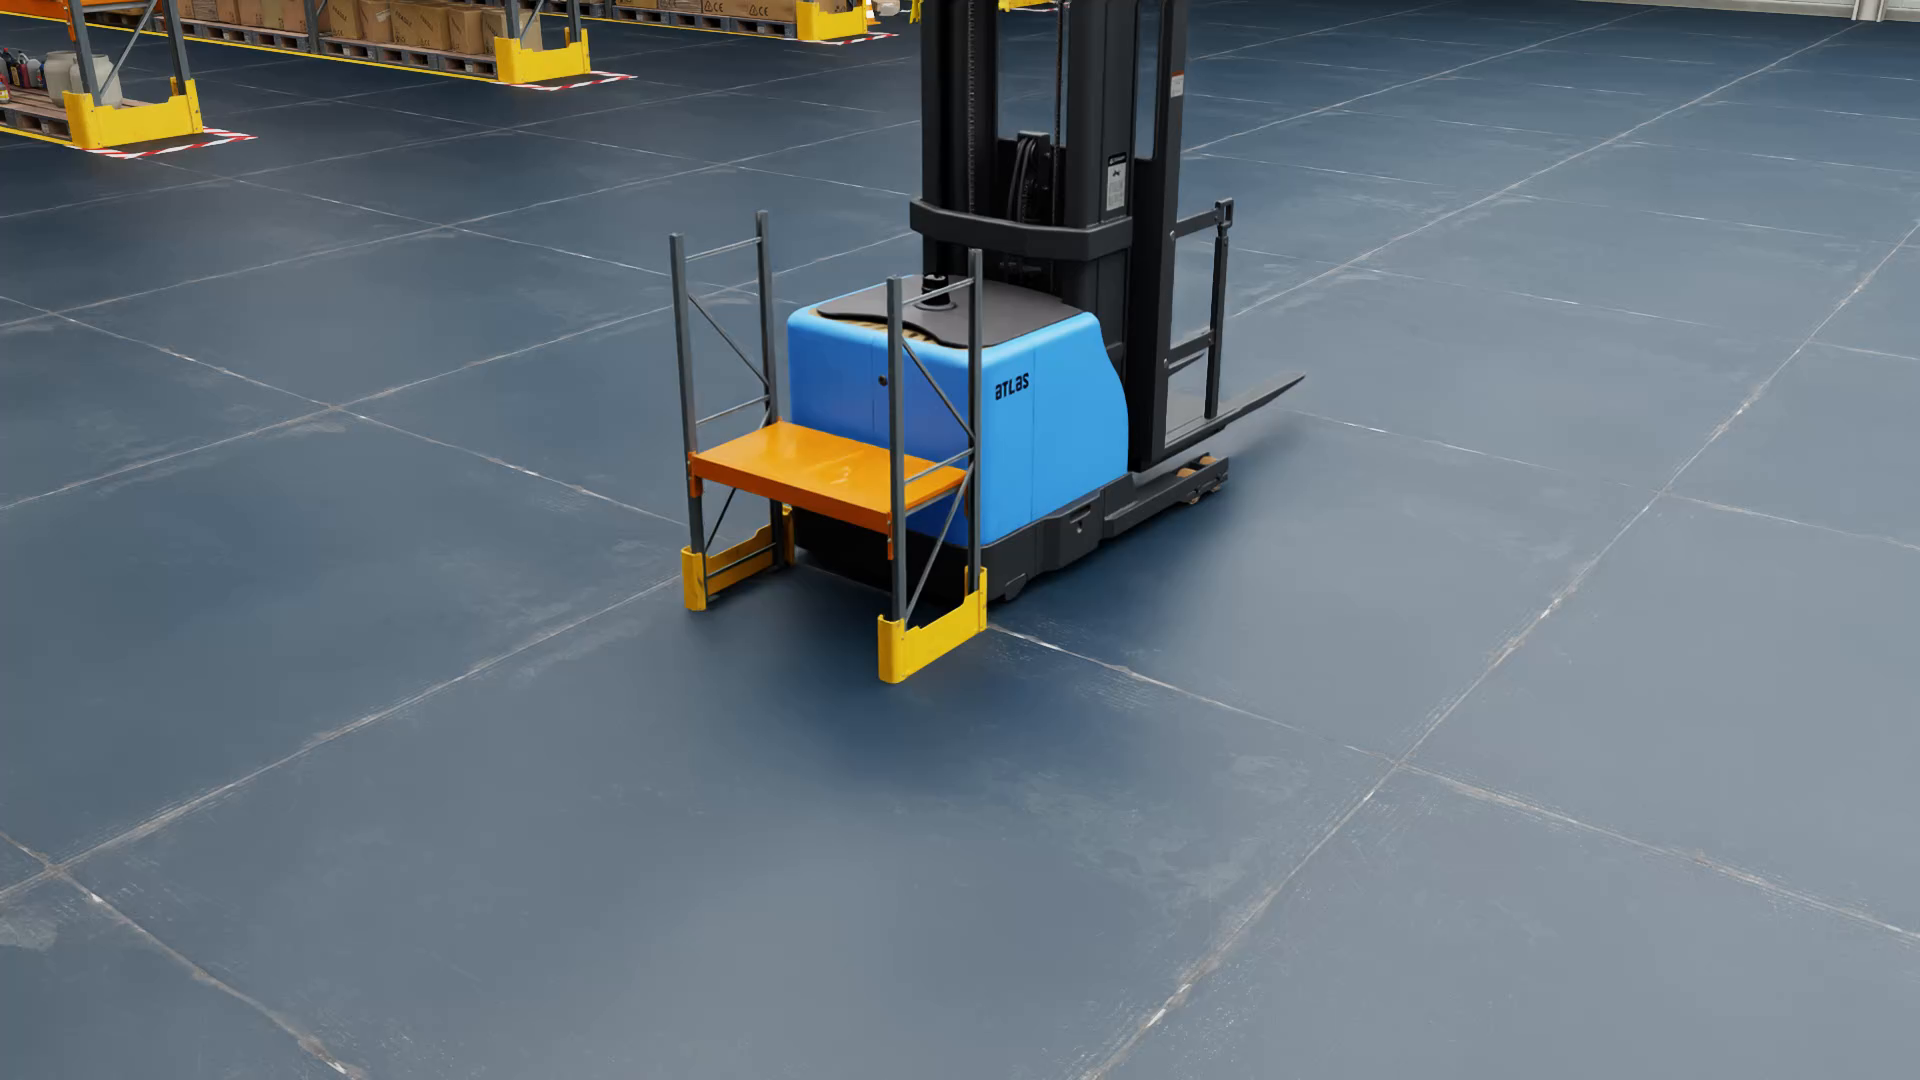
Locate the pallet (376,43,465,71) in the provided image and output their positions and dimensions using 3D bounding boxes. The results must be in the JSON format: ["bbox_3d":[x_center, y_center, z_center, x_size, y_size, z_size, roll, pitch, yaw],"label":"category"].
[{"bbox_3d":[-6.513,-6.086,20.800,1.213,0.211,1.003,17,29,33],"label":"pallet"}]

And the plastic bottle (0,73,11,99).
[{"bbox_3d":[-9.676,-4.607,16.810,0.133,0.283,0.061,17,29,33],"label":"plastic bottle"}]

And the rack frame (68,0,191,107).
[{"bbox_3d":[-7.821,-5.242,15.428,0.127,3.000,1.000,17,29,33],"label":"rack frame"}]

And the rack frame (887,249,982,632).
[{"bbox_3d":[-0.082,-0.257,5.974,0.032,1.500,0.500,17,29,33],"label":"rack frame"}]

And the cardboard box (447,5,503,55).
[{"bbox_3d":[-5.839,-6.178,20.132,0.500,0.500,0.500,-17,29,-34],"label":"cardboard box"}]

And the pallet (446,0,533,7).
[{"bbox_3d":[-7.611,-8.860,27.096,1.213,0.211,1.003,17,29,33],"label":"pallet"}]

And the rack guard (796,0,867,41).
[{"bbox_3d":[-1.776,-7.266,23.122,0.348,0.500,1.175,17,29,33],"label":"rack guard"}]

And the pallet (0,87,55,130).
[{"bbox_3d":[-9.529,-4.463,17.117,1.213,0.211,1.003,17,29,33],"label":"pallet"}]

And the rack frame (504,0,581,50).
[{"bbox_3d":[-4.851,-6.840,19.054,0.127,3.000,1.000,17,29,33],"label":"rack frame"}]

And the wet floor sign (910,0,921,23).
[{"bbox_3d":[-0.585,-7.970,24.540,0.232,0.644,0.267,12,26,24],"label":"wet floor sign"}]

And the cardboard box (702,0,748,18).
[{"bbox_3d":[-3.083,-7.991,23.780,0.875,0.875,0.875,16,29,32],"label":"cardboard box"}]

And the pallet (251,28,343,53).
[{"bbox_3d":[-8.676,-6.719,22.238,1.213,0.211,1.003,17,29,33],"label":"pallet"}]

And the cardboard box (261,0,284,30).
[{"bbox_3d":[-8.900,-7.142,22.293,0.500,0.500,0.700,17,29,33],"label":"cardboard box"}]

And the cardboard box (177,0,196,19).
[{"bbox_3d":[-10.704,-7.677,23.507,0.500,0.500,0.700,15,28,31],"label":"cardboard box"}]

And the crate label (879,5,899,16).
[{"bbox_3d":[-1.085,-8.145,25.566,0.298,0.136,0.250,3,24,6],"label":"crate label"}]

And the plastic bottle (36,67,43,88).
[{"bbox_3d":[-9.683,-4.883,17.537,0.097,0.201,0.097,0,24,0],"label":"plastic bottle"}]

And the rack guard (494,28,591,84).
[{"bbox_3d":[-4.912,-5.715,19.600,0.348,0.500,1.175,17,29,33],"label":"rack guard"}]

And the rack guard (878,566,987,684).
[{"bbox_3d":[-0.097,0.310,6.236,0.087,0.250,0.587,17,29,33],"label":"rack guard"}]

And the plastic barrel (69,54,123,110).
[{"bbox_3d":[-8.394,-4.430,16.150,0.421,0.512,0.421,0,24,0],"label":"plastic barrel"}]

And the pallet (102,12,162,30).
[{"bbox_3d":[-11.838,-7.714,24.495,1.213,0.211,1.003,17,29,33],"label":"pallet"}]

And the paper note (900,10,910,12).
[{"bbox_3d":[-0.858,-8.265,25.971,0.142,0.019,0.148,7,25,15],"label":"paper note"}]

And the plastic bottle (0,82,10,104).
[{"bbox_3d":[-9.554,-4.466,16.590,0.097,0.201,0.097,0,24,0],"label":"plastic bottle"}]

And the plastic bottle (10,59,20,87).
[{"bbox_3d":[-9.963,-4.941,17.568,0.133,0.283,0.061,17,29,33],"label":"plastic bottle"}]

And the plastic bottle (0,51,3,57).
[{"bbox_3d":[-10.334,-5.136,17.926,0.185,0.351,0.144,16,28,32],"label":"plastic bottle"}]

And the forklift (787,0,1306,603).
[{"bbox_3d":[0.600,-1.615,7.281,1.130,2.935,3.031,18,29,35],"label":"forklift"}]

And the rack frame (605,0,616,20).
[{"bbox_3d":[-4.996,-9.383,24.826,0.127,3.000,1.000,17,29,33],"label":"rack frame"}]

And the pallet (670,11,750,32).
[{"bbox_3d":[-3.454,-7.603,24.245,1.213,0.211,1.003,17,29,33],"label":"pallet"}]

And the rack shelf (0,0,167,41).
[{"bbox_3d":[-9.422,-5.397,16.670,4.000,0.370,1.077,17,29,33],"label":"rack shelf"}]

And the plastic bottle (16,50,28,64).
[{"bbox_3d":[-9.922,-5.011,17.643,0.185,0.351,0.144,17,29,33],"label":"plastic bottle"}]

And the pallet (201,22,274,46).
[{"bbox_3d":[-9.656,-7.014,22.907,1.213,0.211,1.003,17,29,33],"label":"pallet"}]

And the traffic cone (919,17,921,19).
[{"bbox_3d":[-0.419,-8.124,25.115,0.334,0.463,0.336,17,29,33],"label":"traffic cone"}]

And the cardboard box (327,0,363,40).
[{"bbox_3d":[-7.756,-6.746,21.420,0.500,0.500,0.500,16,28,32],"label":"cardboard box"}]

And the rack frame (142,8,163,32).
[{"bbox_3d":[-11.252,-8.775,23.445,0.127,3.000,1.000,17,29,33],"label":"rack frame"}]

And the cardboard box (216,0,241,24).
[{"bbox_3d":[-9.795,-7.412,22.906,0.500,0.500,0.700,20,31,38],"label":"cardboard box"}]

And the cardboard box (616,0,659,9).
[{"bbox_3d":[-4.535,-8.429,24.774,0.875,0.875,0.875,17,29,34],"label":"cardboard box"}]

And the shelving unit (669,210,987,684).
[{"bbox_3d":[-0.497,-0.382,6.256,1.083,1.500,0.587,17,29,33],"label":"shelving unit"}]

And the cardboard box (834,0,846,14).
[{"bbox_3d":[-1.831,-8.503,25.925,0.637,0.503,0.797,-1,24,-3],"label":"cardboard box"}]

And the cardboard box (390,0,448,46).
[{"bbox_3d":[-6.749,-6.485,20.828,0.500,0.500,0.500,14,27,29],"label":"cardboard box"}]

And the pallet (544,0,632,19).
[{"bbox_3d":[-5.659,-8.270,25.757,1.213,0.211,1.003,17,29,33],"label":"pallet"}]

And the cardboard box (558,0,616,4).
[{"bbox_3d":[-5.547,-8.667,25.470,0.750,0.750,1.050,17,29,33],"label":"cardboard box"}]
